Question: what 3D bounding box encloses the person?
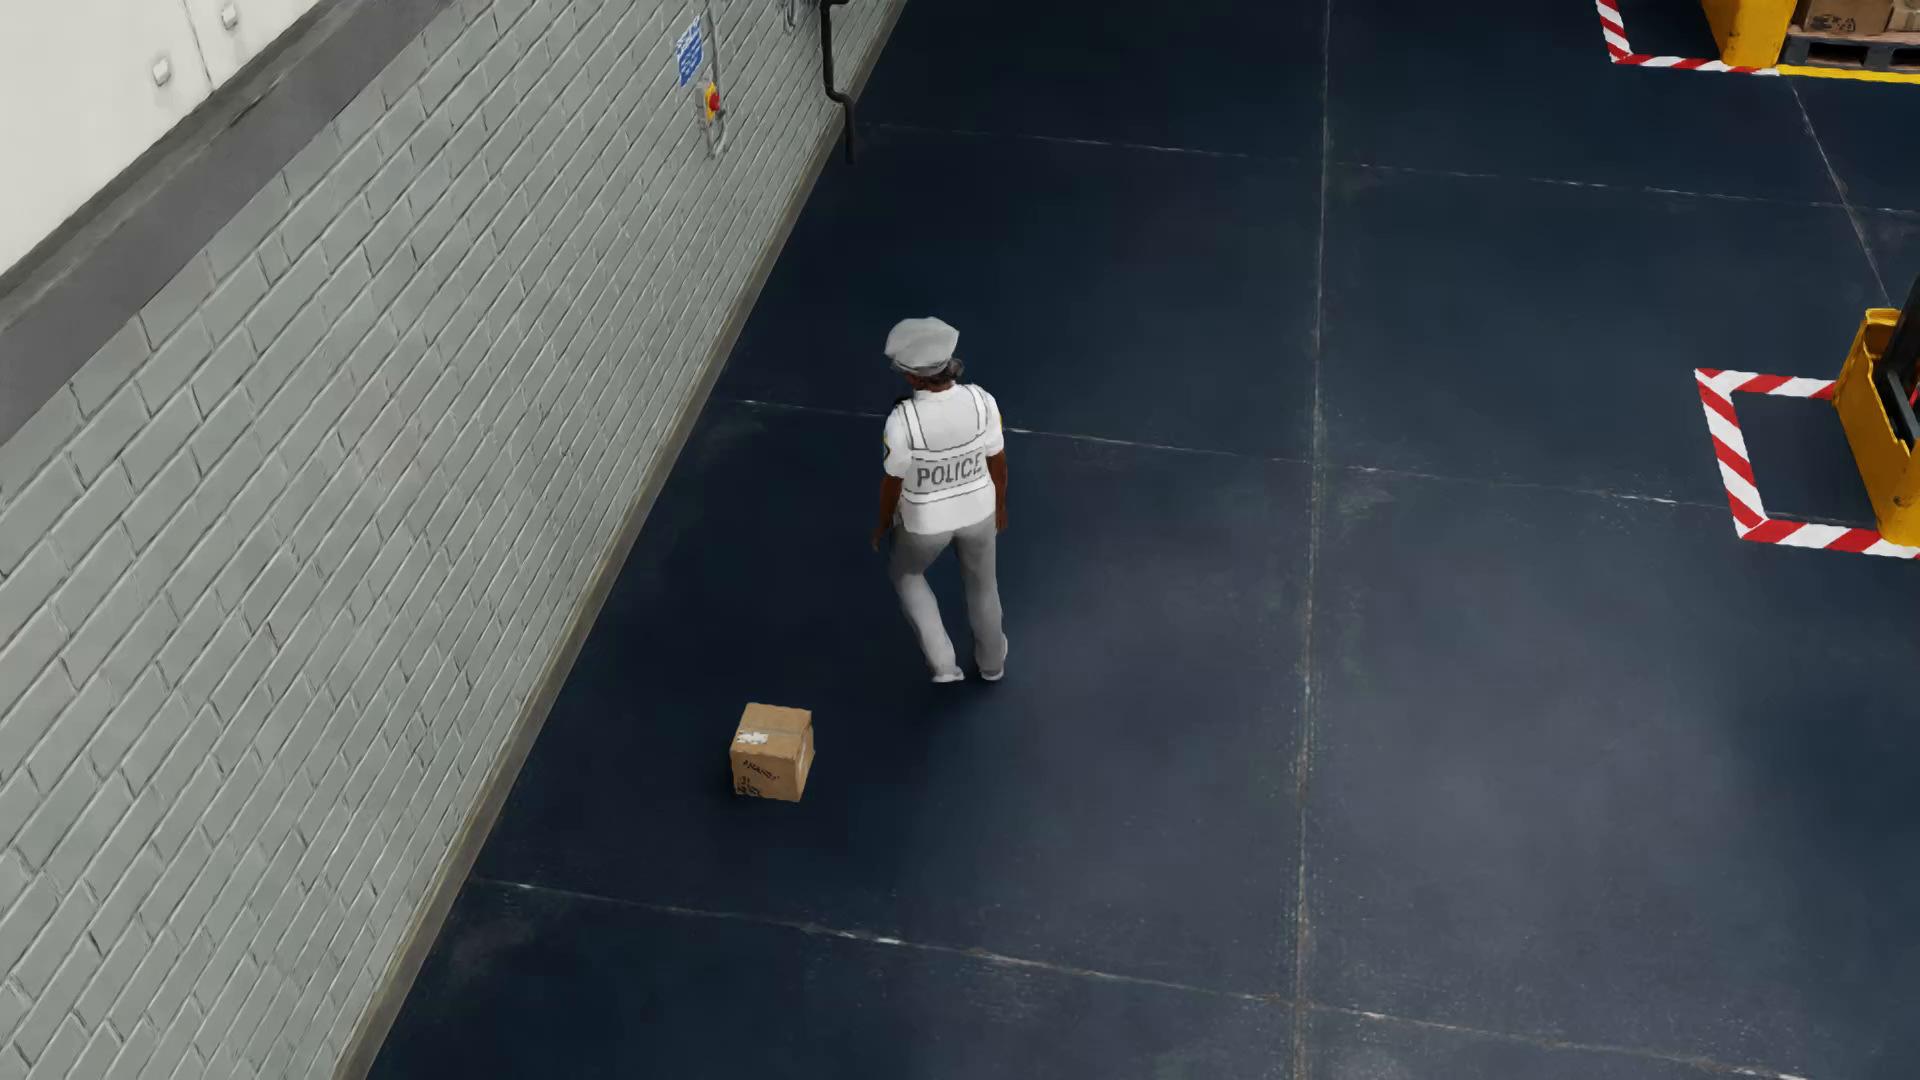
[{"bbox_3d":[-0.041,-0.066,6.221,0.564,1.646,0.463,-11,42,-13],"label":"person"}]
